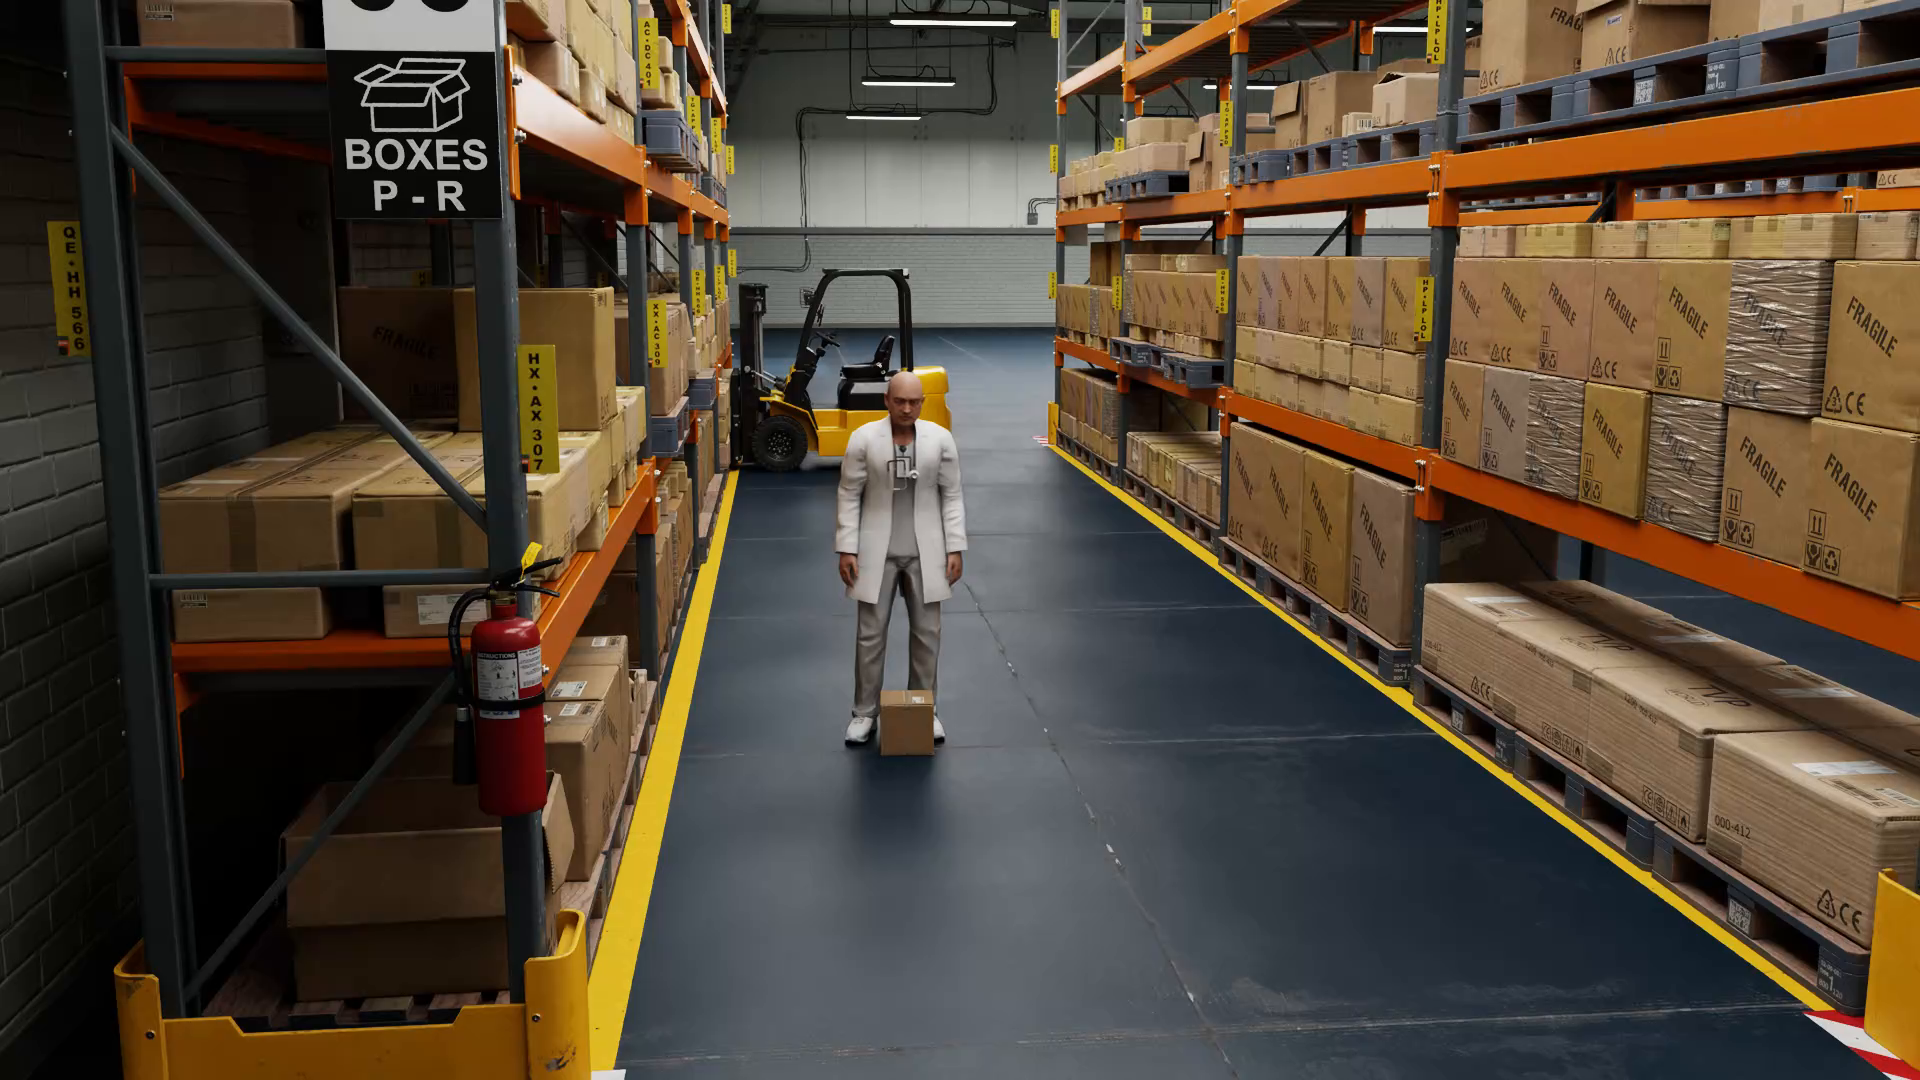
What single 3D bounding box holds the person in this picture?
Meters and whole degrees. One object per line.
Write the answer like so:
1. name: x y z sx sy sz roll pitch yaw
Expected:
1. person: -0.284 0.074 8.014 0.646 1.774 0.418 -1 10 -7
